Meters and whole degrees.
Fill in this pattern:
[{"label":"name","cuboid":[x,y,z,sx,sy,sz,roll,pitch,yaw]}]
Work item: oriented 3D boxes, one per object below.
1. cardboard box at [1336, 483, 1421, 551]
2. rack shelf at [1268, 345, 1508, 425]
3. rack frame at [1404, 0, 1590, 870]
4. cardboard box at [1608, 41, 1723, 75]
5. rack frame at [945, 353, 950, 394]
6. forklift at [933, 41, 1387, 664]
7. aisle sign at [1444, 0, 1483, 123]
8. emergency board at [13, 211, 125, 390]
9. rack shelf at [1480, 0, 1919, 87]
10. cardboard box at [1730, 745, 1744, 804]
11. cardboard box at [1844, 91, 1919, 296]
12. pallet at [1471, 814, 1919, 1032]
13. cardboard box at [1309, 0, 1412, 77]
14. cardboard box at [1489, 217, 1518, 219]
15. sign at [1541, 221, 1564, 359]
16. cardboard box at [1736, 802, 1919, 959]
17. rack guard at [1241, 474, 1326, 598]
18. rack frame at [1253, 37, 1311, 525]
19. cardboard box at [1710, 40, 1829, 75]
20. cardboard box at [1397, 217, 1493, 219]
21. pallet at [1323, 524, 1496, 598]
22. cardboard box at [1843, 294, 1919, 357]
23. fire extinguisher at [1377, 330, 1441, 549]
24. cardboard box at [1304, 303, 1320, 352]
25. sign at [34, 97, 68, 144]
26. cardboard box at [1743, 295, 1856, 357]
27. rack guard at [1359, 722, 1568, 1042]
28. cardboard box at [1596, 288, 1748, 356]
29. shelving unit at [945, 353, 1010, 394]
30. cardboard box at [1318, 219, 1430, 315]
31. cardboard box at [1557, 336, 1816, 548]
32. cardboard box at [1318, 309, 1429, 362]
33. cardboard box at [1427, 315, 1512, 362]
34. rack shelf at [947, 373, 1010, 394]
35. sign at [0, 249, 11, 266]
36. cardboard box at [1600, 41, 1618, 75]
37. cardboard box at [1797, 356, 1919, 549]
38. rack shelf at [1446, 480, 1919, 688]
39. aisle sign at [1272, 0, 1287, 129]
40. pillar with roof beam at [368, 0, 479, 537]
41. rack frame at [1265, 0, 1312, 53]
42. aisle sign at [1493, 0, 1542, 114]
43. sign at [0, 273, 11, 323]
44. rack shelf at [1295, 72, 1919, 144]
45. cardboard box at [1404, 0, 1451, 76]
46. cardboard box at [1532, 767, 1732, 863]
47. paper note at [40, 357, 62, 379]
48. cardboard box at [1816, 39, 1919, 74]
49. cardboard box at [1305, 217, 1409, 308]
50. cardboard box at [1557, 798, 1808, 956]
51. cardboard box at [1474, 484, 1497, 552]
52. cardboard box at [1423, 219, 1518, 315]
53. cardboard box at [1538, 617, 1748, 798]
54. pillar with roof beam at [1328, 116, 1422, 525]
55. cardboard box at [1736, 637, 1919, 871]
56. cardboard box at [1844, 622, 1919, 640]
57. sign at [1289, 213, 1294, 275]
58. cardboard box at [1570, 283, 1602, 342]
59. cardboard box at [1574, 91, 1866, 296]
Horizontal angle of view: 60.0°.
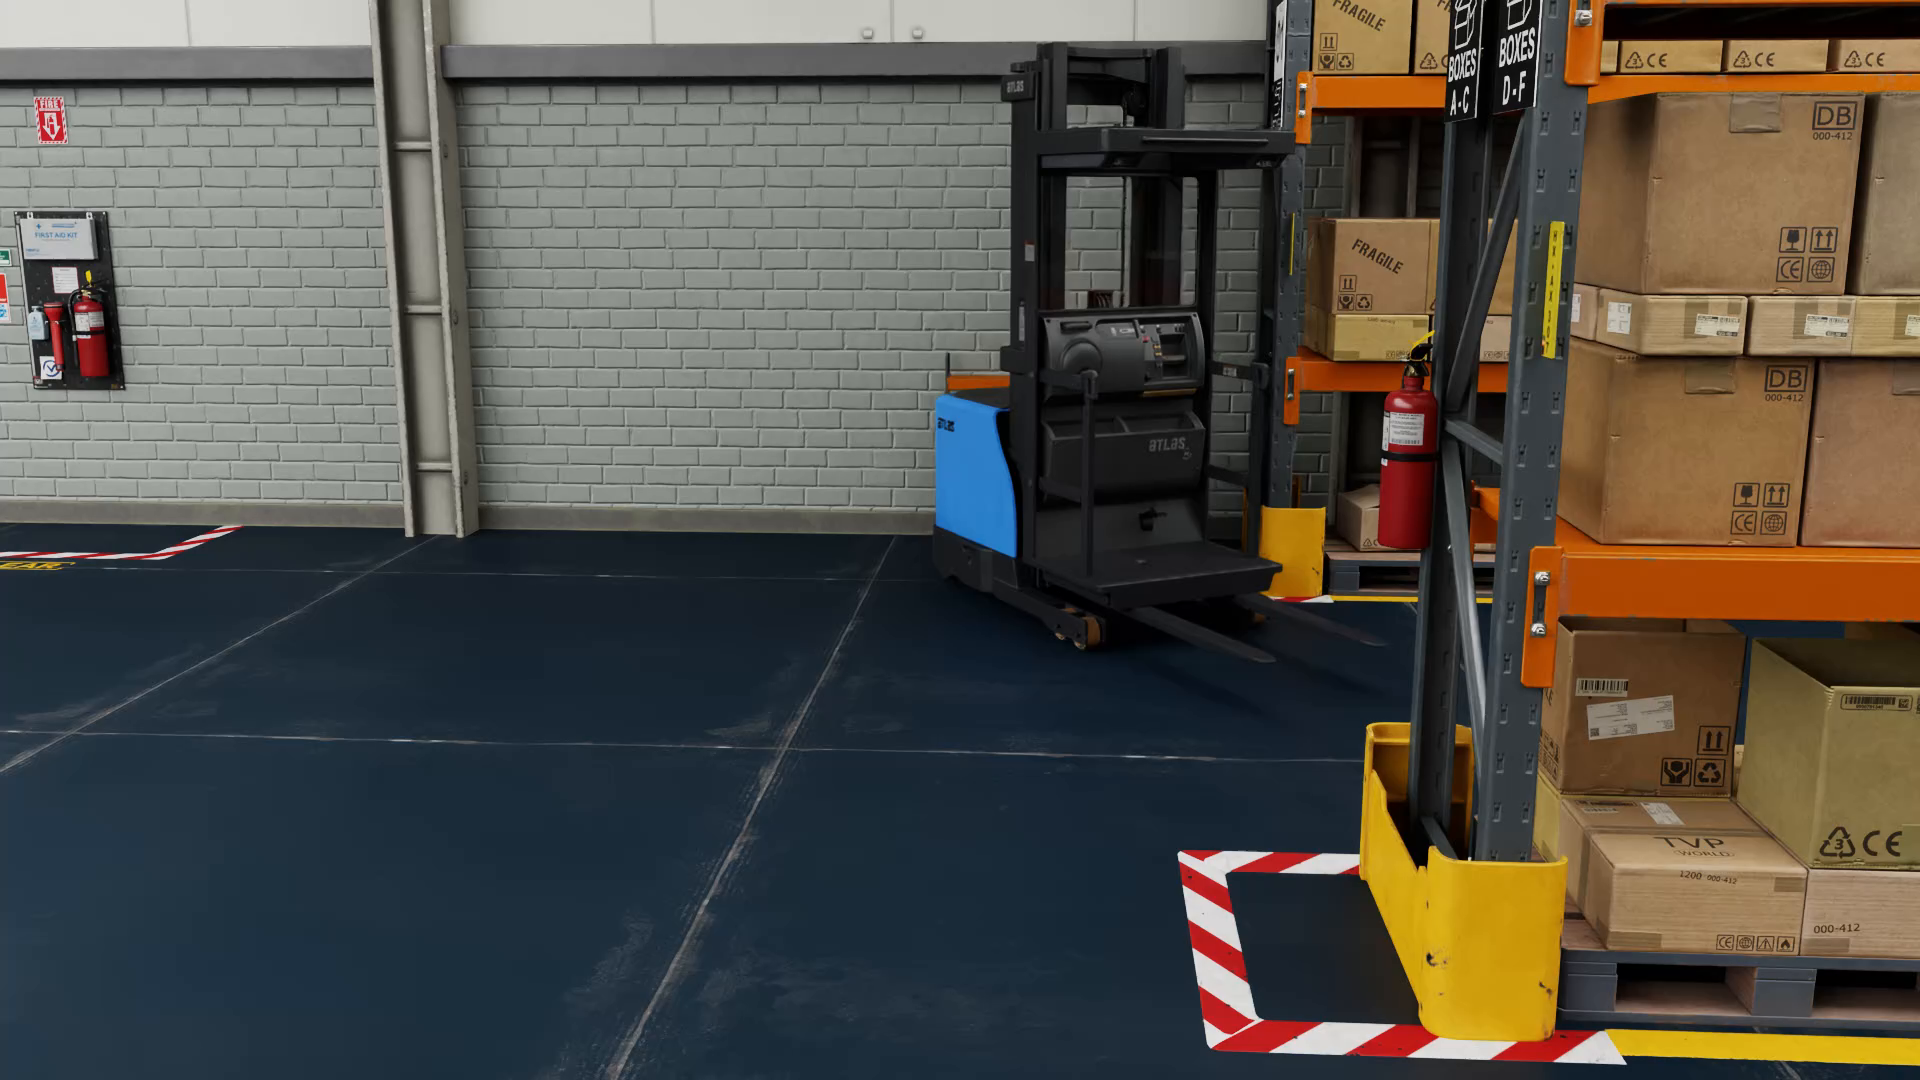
[{"label":"cardboard box","cuboid":[2.494,-0.142,9.611,0.500,0.311,0.500,-1,12,-3]},{"label":"rack shelf","cuboid":[3.805,-0.891,9.457,4.000,0.370,1.077,1,12,4]},{"label":"rack frame","cuboid":[1.482,-0.258,4.676,0.127,3.000,1.000,1,12,4]},{"label":"cardboard box","cuboid":[3.714,-2.718,8.815,0.500,0.500,0.500,2,12,7]},{"label":"rack frame","cuboid":[-0.078,-0.586,10.640,0.015,1.200,0.240,1,12,3]},{"label":"forklift","cuboid":[0.947,-0.997,8.378,1.130,2.935,3.031,-6,13,-26]},{"label":"aisle sign","cuboid":[1.436,-1.592,4.701,0.004,0.787,0.394,1,12,4]},{"label":"emergency board","cuboid":[-5.884,-1.561,10.905,0.643,1.169,0.194,1,12,4]},{"label":"rack shelf","cuboid":[3.478,-1.347,4.312,4.000,0.370,1.077,1,12,4]},{"label":"cardboard box","cuboid":[2.536,0.834,5.147,0.500,0.250,0.500,1,12,4]},{"label":"cardboard box","cuboid":[2.525,-0.926,4.458,0.500,0.500,0.700,0,12,2]},{"label":"pallet","cuboid":[2.248,1.109,4.953,1.213,0.211,1.003,1,12,4]},{"label":"cardboard box","cuboid":[2.126,-2.742,8.929,0.500,0.500,0.500,1,12,5]},{"label":"cardboard box","cuboid":[3.312,-1.596,9.555,0.500,0.500,0.500,0,12,2]},{"label":"sign","cuboid":[1.439,-0.607,4.038,0.005,0.325,0.100,1,12,4]},{"label":"cardboard box","cuboid":[2.501,0.941,4.633,0.500,0.250,0.500,1,12,4]},{"label":"rack guard","cuboid":[1.885,-0.046,9.765,0.348,0.500,1.175,1,12,4]},{"label":"rack frame","cuboid":[1.809,-1.270,9.514,0.127,3.000,1.000,1,12,4]},{"label":"cardboard box","cuboid":[4.221,-2.708,8.770,0.500,0.500,0.500,0,12,2]},{"label":"cardboard box","cuboid":[2.795,-1.602,9.585,0.500,0.500,0.500,1,12,5]},{"label":"pallet","cuboid":[2.693,0.114,9.707,1.213,0.211,1.003,1,12,4]},{"label":"cardboard box","cuboid":[2.372,-0.568,4.331,0.250,0.149,0.380,1,12,4]},{"label":"fire extinguisher","cuboid":[1.395,-0.317,5.146,0.183,0.674,0.296,1,12,4]},{"label":"cardboard box","cuboid":[2.289,-1.240,9.686,0.500,0.250,0.500,1,12,5]},{"label":"sign","cuboid":[-5.886,-2.716,10.765,0.199,0.298,0.001,1,12,4]},{"label":"cardboard box","cuboid":[2.123,-0.572,4.349,0.250,0.149,0.380,0,12,2]},{"label":"rack guard","cuboid":[1.458,0.965,4.934,0.348,0.500,1.175,1,12,4]},{"label":"cardboard box","cuboid":[1.859,-0.575,4.364,0.250,0.149,0.380,1,12,3]},{"label":"shelving unit","cuboid":[0.166,-0.583,10.627,0.503,1.200,0.258,1,12,3]},{"label":"cardboard box","cuboid":[2.266,-1.506,9.126,0.500,0.500,0.500,1,12,4]},{"label":"cardboard box","cuboid":[1.947,-0.298,4.623,0.500,0.500,0.700,1,12,4]},{"label":"cardboard box","cuboid":[2.275,-1.135,9.186,0.500,0.250,0.500,0,12,2]},{"label":"cardboard box","cuboid":[2.794,-1.131,9.166,0.500,0.250,0.500,0,12,2]},{"label":"rack shelf","cuboid":[0.166,-0.968,10.546,0.480,0.148,0.258,1,12,3]},{"label":"sign","cuboid":[-6.425,-1.865,10.975,0.331,0.109,0.001,1,12,4]},{"label":"cardboard box","cuboid":[3.178,-2.721,8.829,0.500,0.500,0.500,1,12,6]},{"label":"cardboard box","cuboid":[2.471,-0.292,4.593,0.500,0.500,0.700,1,12,5]},{"label":"rack shelf","cuboid":[3.478,0.121,4.619,4.000,0.370,1.077,1,12,4]},{"label":"aisle sign","cuboid":[1.717,-2.482,8.960,0.004,0.787,0.394,1,12,4]},{"label":"pillar with roof beam","cuboid":[-3.709,-3.576,5.887,0.400,9.000,9.100,1,12,4]},{"label":"rack frame","cuboid":[1.809,-4.207,8.900,0.127,3.000,1.000,1,12,4]},{"label":"aisle sign","cuboid":[1.396,-1.469,4.115,0.004,0.787,0.394,1,12,4]},{"label":"sign","cuboid":[-6.429,-1.607,11.038,0.234,0.329,0.001,1,12,4]},{"label":"rack shelf","cuboid":[3.805,-2.359,9.150,4.000,0.370,1.077,1,12,4]},{"label":"cardboard box","cuboid":[2.660,-2.727,8.859,0.500,0.500,0.500,2,12,8]},{"label":"cardboard box","cuboid":[2.037,0.829,5.168,0.500,0.250,0.500,1,12,4]},{"label":"paper note","cuboid":[-6.056,-1.146,11.074,0.142,0.148,0.016,1,12,4]},{"label":"cardboard box","cuboid":[4.776,-2.708,8.771,0.500,0.500,0.500,0,12,-1]},{"label":"cardboard box","cuboid":[2.294,-1.611,9.628,0.500,0.500,0.500,1,12,3]},{"label":"cardboard box","cuboid":[2.002,0.935,4.662,0.500,0.250,0.500,1,12,4]},{"label":"cardboard box","cuboid":[3.062,-0.134,9.574,0.500,0.311,0.500,2,12,8]},{"label":"cardboard box","cuboid":[2.758,-1.497,9.084,0.500,0.500,0.500,1,12,4]},{"label":"cardboard box","cuboid":[2.037,0.462,5.094,0.500,0.500,0.500,1,12,4]},{"label":"pillar with roof beam","cuboid":[2.278,-3.494,5.495,0.400,9.000,9.100,1,12,4]},{"label":"cardboard box","cuboid":[2.501,0.574,4.555,0.500,0.500,0.500,1,12,4]},{"label":"cardboard box","cuboid":[3.036,0.472,5.042,0.500,0.500,0.500,1,12,4]},{"label":"sign","cuboid":[1.773,-1.583,8.896,0.005,0.325,0.100,1,12,4]},{"label":"cardboard box","cuboid":[1.876,-0.658,4.761,0.250,0.149,0.380,1,12,3]},{"label":"cardboard box","cuboid":[2.000,-0.932,4.487,0.500,0.500,0.700,1,12,4]}]
